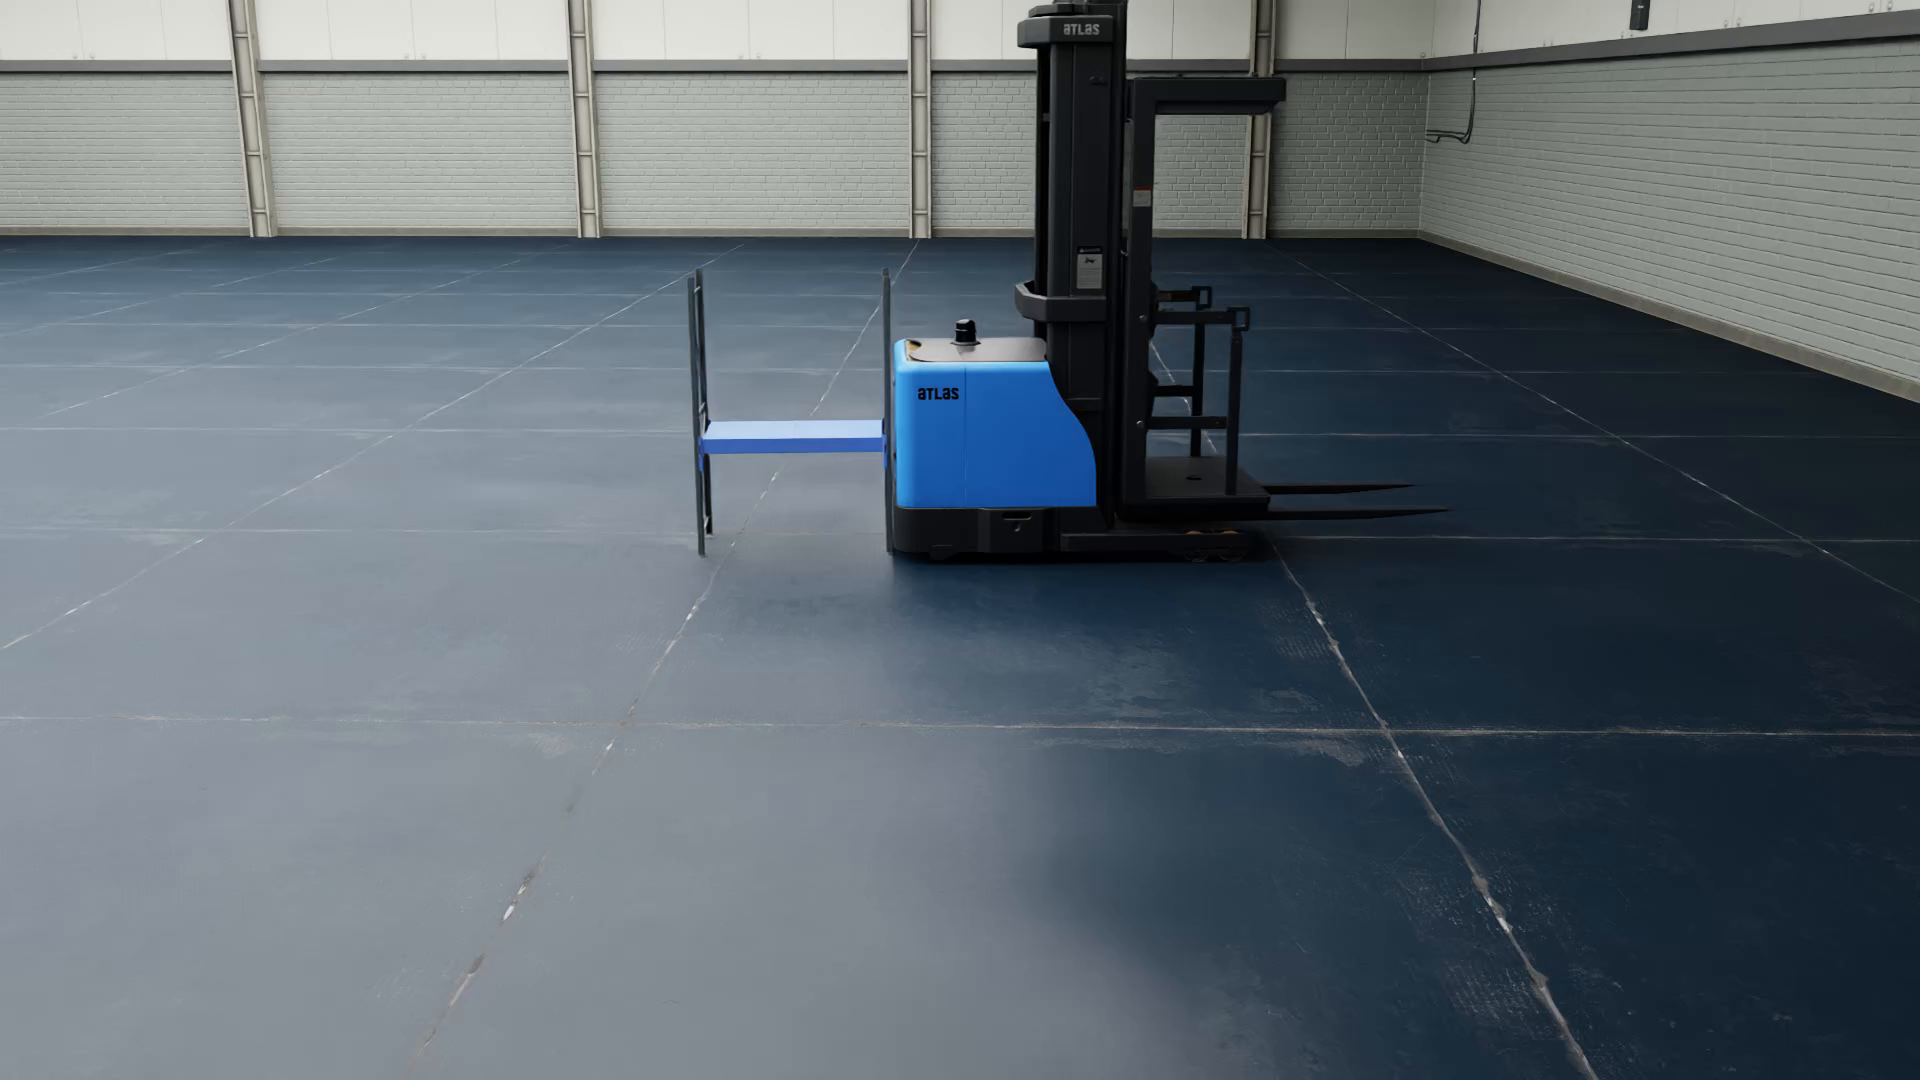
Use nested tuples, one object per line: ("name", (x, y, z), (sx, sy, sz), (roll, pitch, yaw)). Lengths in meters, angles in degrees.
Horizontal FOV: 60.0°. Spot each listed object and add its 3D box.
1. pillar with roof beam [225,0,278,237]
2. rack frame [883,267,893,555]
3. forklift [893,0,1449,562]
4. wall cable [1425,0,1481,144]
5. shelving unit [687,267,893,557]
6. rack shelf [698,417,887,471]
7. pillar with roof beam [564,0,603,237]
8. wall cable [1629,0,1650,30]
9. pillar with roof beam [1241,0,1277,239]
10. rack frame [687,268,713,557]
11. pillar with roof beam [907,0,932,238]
("pillar with roof beam", (-12.818, -8.807, 25.080), (0.400, 9.000, 9.100), (0, 15, 1))
("rack frame", (-0.395, -0.709, 9.087), (0.032, 1.500, 0.500), (-1, 15, -3))
("forklift", (1.146, -1.432, 9.024), (3.031, 2.935, 1.130), (-1, 15, -3))
("wall cable", (8.197, -7.929, 27.842), (0.112, 2.526, 3.097), (0, 15, 1))
("shelving unit", (-0.903, -0.702, 9.061), (1.048, 1.500, 0.538), (-1, 15, -3))
("rack shelf", (-0.903, -0.528, 9.107), (1.000, 0.185, 0.538), (-1, 15, -3))
("pillar with roof beam", (-6.820, -8.768, 24.932), (0.400, 9.000, 9.100), (0, 15, 1))
("wall cable", (7.939, -8.654, 17.836), (0.169, 6.003, 2.305), (0, 15, 1))
("pillar with roof beam", (5.176, -8.689, 24.635), (0.400, 9.000, 9.100), (0, 15, 1))
("rack frame", (-1.411, -0.695, 9.035), (0.032, 1.500, 0.500), (-1, 15, -3))
("pillar with roof beam", (-0.822, -8.728, 24.783), (0.400, 9.000, 9.100), (0, 15, 1))
